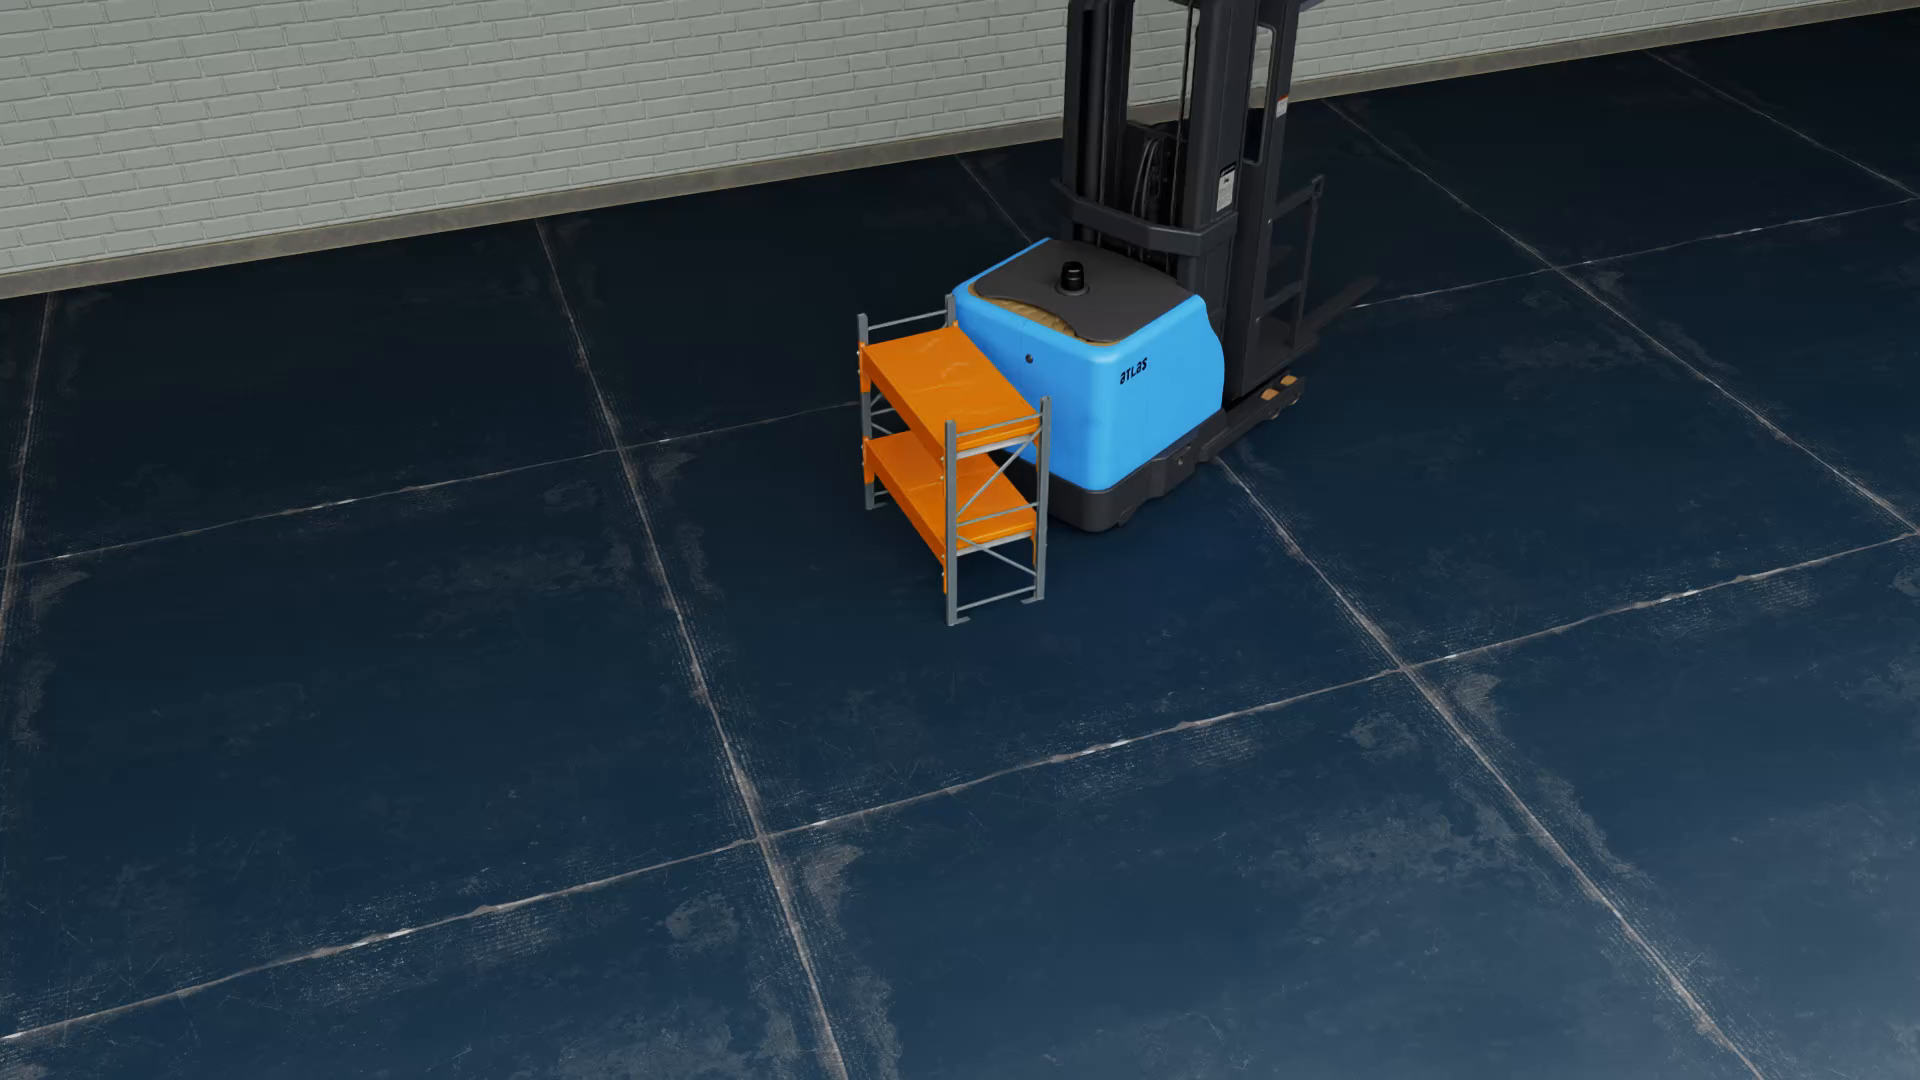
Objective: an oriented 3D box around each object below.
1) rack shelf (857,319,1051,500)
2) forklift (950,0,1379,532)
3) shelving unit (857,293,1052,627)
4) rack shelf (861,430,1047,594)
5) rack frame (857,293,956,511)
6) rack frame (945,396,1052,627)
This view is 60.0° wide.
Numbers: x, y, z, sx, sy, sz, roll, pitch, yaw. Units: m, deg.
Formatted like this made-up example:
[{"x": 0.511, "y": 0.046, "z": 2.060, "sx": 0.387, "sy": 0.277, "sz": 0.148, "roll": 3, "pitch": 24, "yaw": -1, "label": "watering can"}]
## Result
[{"x": -0.044, "y": -0.625, "z": 7.719, "sx": 0.538, "sy": 0.278, "sz": 1.000, "roll": -15, "pitch": 40, "yaw": -19, "label": "rack shelf"}, {"x": 1.282, "y": -2.019, "z": 8.555, "sx": 1.130, "sy": 2.935, "sz": 3.031, "roll": 28, "pitch": 45, "yaw": 32, "label": "forklift"}, {"x": -0.044, "y": -0.391, "z": 7.895, "sx": 0.538, "sy": 1.125, "sz": 1.048, "roll": -15, "pitch": 40, "yaw": -19, "label": "shelving unit"}, {"x": -0.044, "y": -0.196, "z": 8.042, "sx": 0.538, "sy": 0.278, "sz": 1.000, "roll": -15, "pitch": 40, "yaw": -19, "label": "rack shelf"}, {"x": -0.255, "y": -0.670, "z": 8.265, "sx": 0.500, "sy": 1.125, "sz": 0.032, "roll": -15, "pitch": 40, "yaw": -19, "label": "rack frame"}, {"x": 0.167, "y": -0.113, "z": 7.526, "sx": 0.500, "sy": 1.125, "sz": 0.032, "roll": -15, "pitch": 40, "yaw": -19, "label": "rack frame"}]
